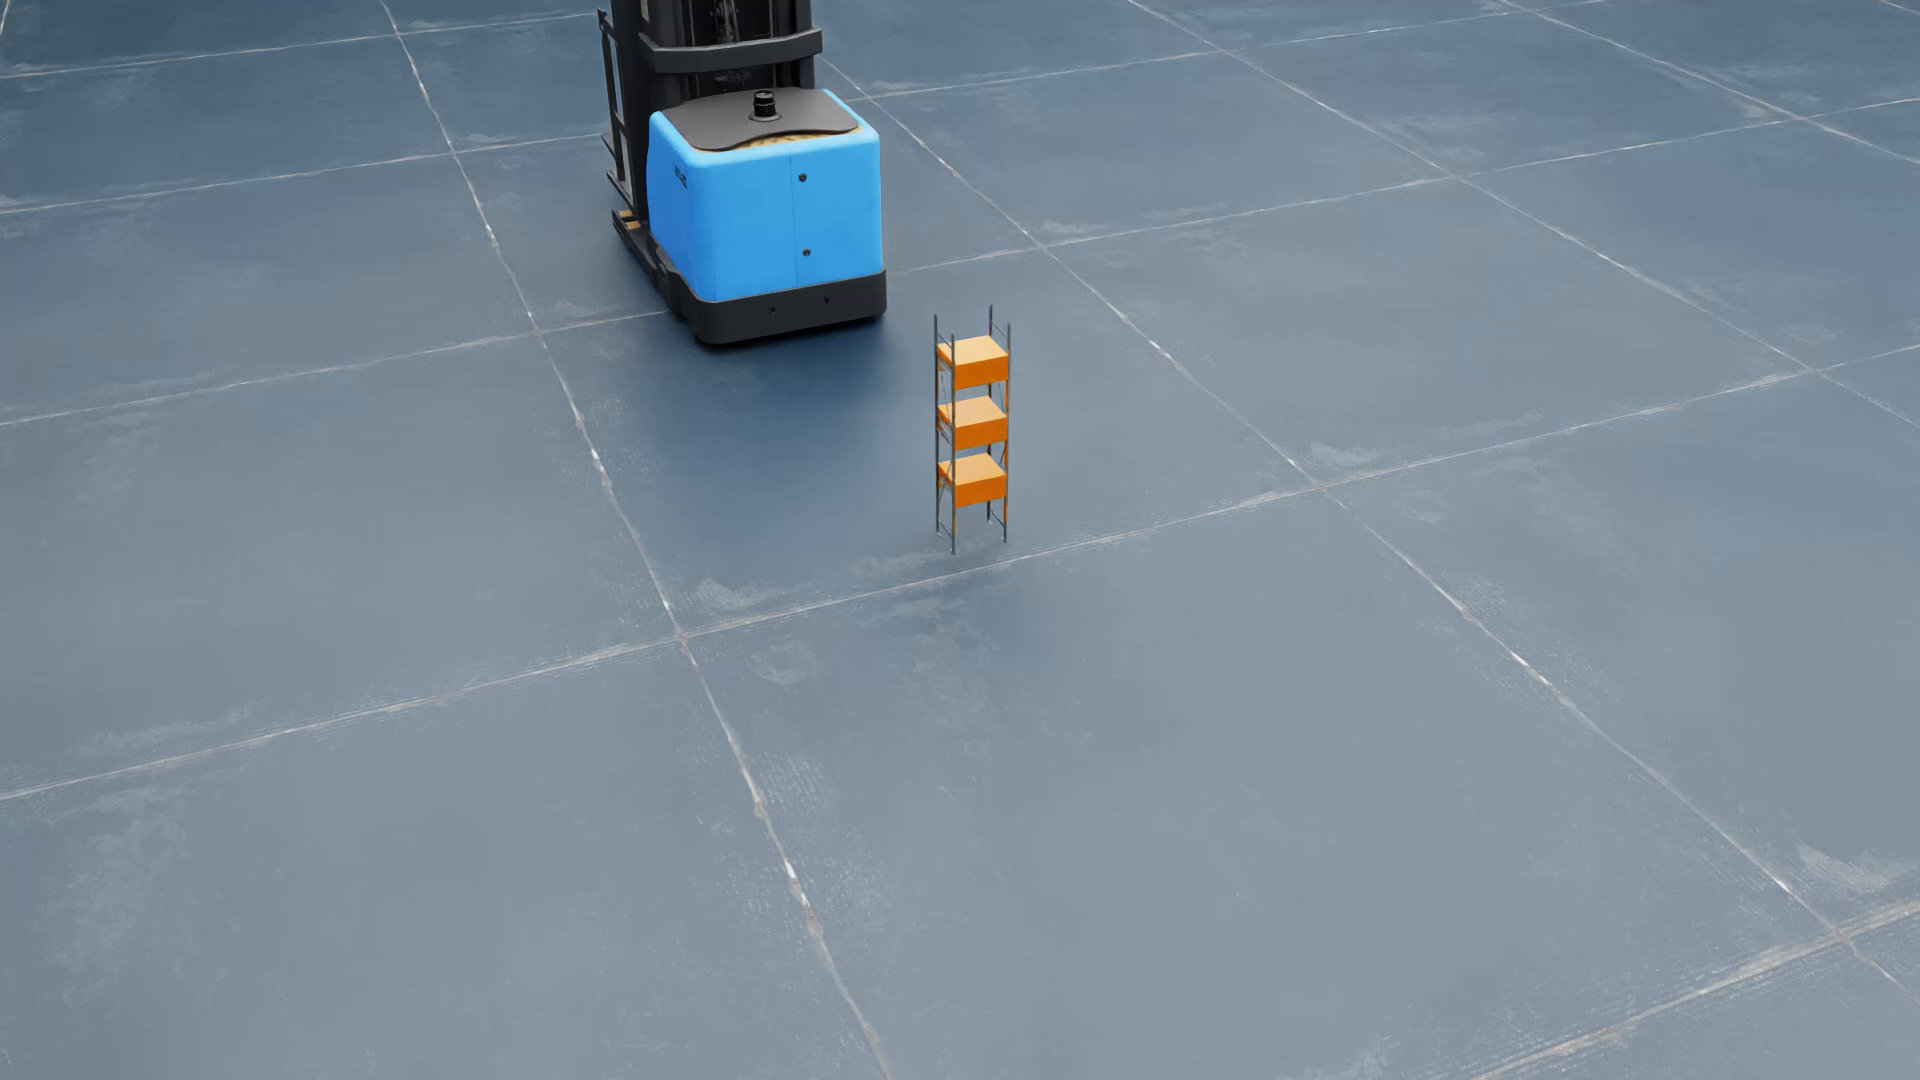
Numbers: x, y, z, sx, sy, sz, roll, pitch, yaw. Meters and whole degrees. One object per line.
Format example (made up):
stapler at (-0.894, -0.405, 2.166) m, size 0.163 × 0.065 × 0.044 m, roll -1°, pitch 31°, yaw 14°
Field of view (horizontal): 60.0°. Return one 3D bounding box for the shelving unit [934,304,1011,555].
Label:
shelving unit at (0.049, -0.451, 6.981) m, size 0.252 × 1.050 × 0.215 m, roll -13°, pitch 35°, yaw -19°

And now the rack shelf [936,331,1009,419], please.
rack shelf at (0.049, -0.680, 6.832) m, size 0.240 × 0.259 × 0.215 m, roll -13°, pitch 35°, yaw -19°

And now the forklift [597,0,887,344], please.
forklift at (-1.451, -3.044, 9.240) m, size 1.130 × 2.935 × 3.031 m, roll -13°, pitch 35°, yaw -20°

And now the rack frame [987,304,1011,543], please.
rack frame at (0.162, -0.477, 7.021) m, size 0.008 × 1.050 × 0.200 m, roll -13°, pitch 35°, yaw -19°

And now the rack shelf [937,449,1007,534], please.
rack shelf at (0.049, -0.210, 7.138) m, size 0.240 × 0.259 × 0.215 m, roll -13°, pitch 35°, yaw -19°

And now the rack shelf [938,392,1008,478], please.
rack shelf at (0.049, -0.442, 6.987) m, size 0.240 × 0.259 × 0.215 m, roll -13°, pitch 35°, yaw -19°

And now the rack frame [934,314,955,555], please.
rack frame at (-0.063, -0.426, 6.941) m, size 0.008 × 1.050 × 0.200 m, roll -13°, pitch 35°, yaw -19°
